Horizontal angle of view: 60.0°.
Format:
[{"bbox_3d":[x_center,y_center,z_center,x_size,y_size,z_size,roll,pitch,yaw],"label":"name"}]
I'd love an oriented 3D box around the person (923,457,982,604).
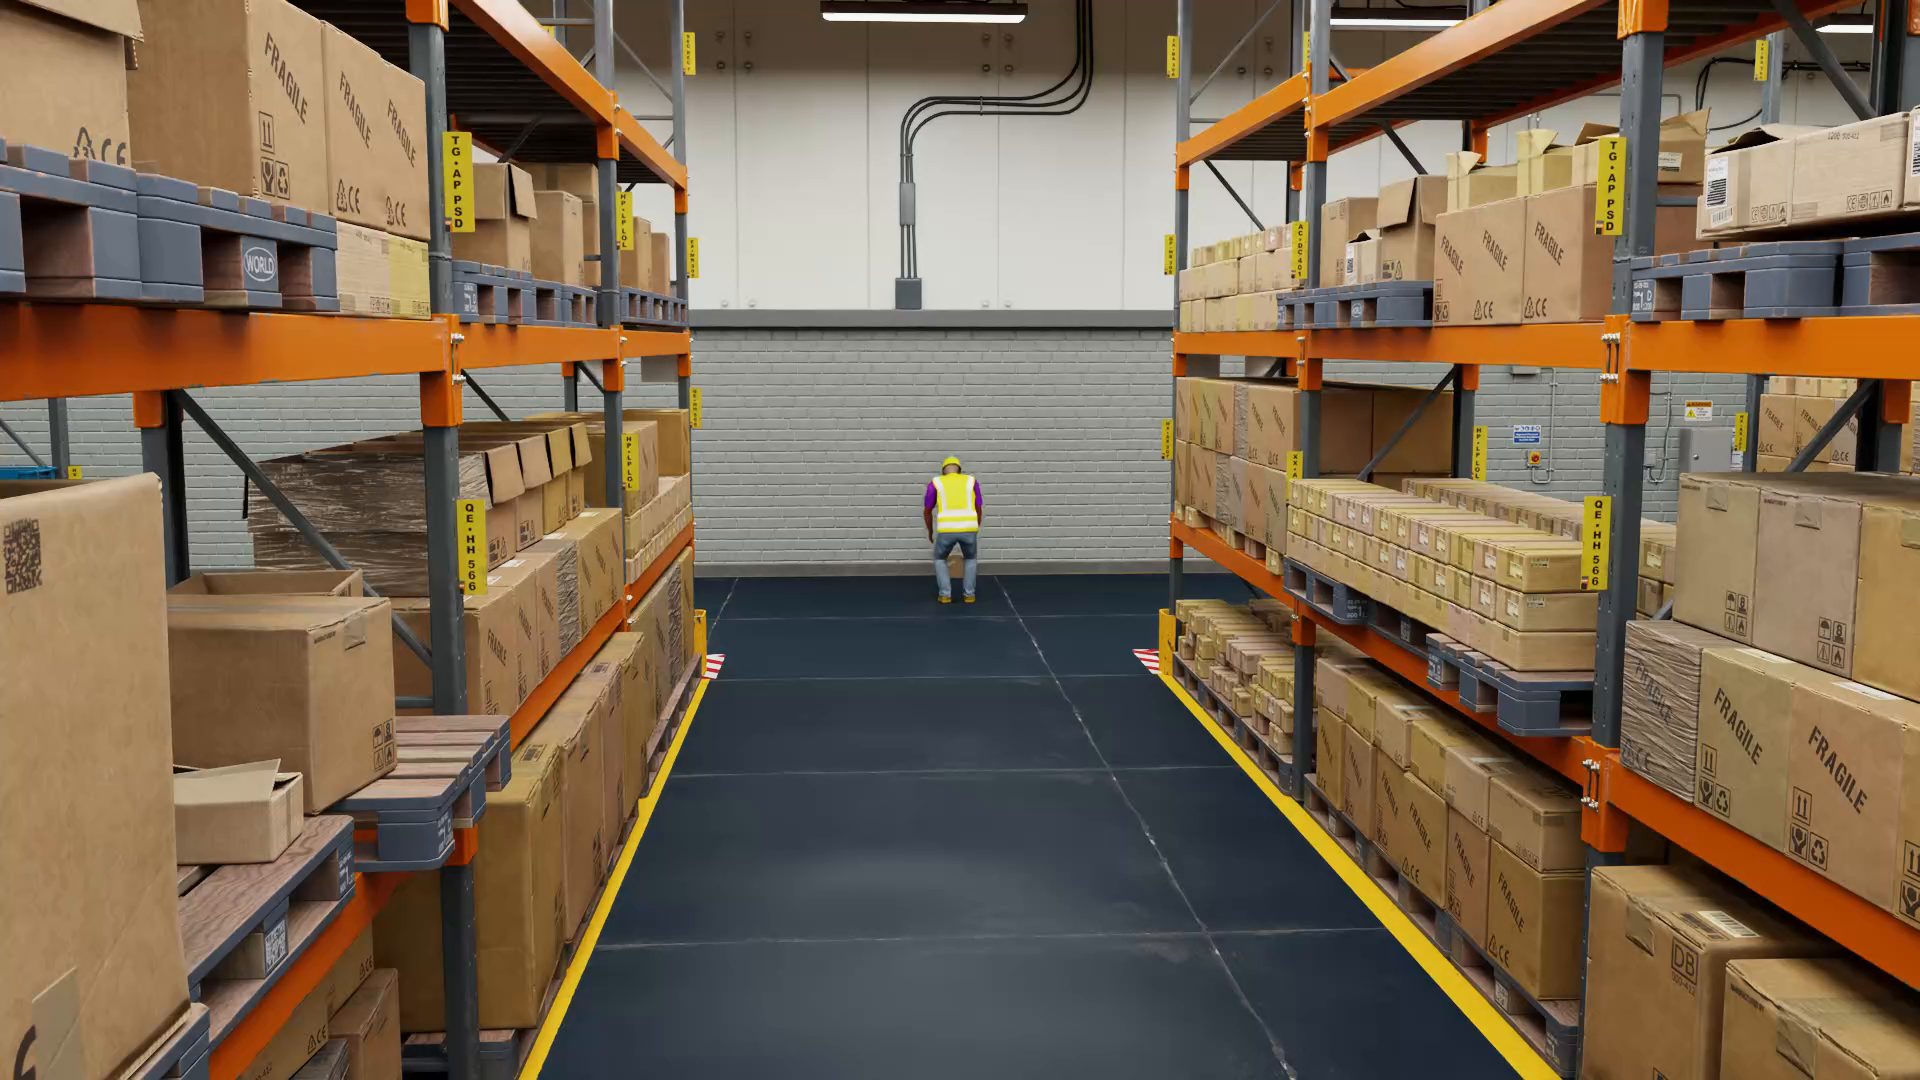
[{"bbox_3d":[-0.073,-0.106,17.580,0.627,1.517,0.687,0,7,-3],"label":"person"}]
